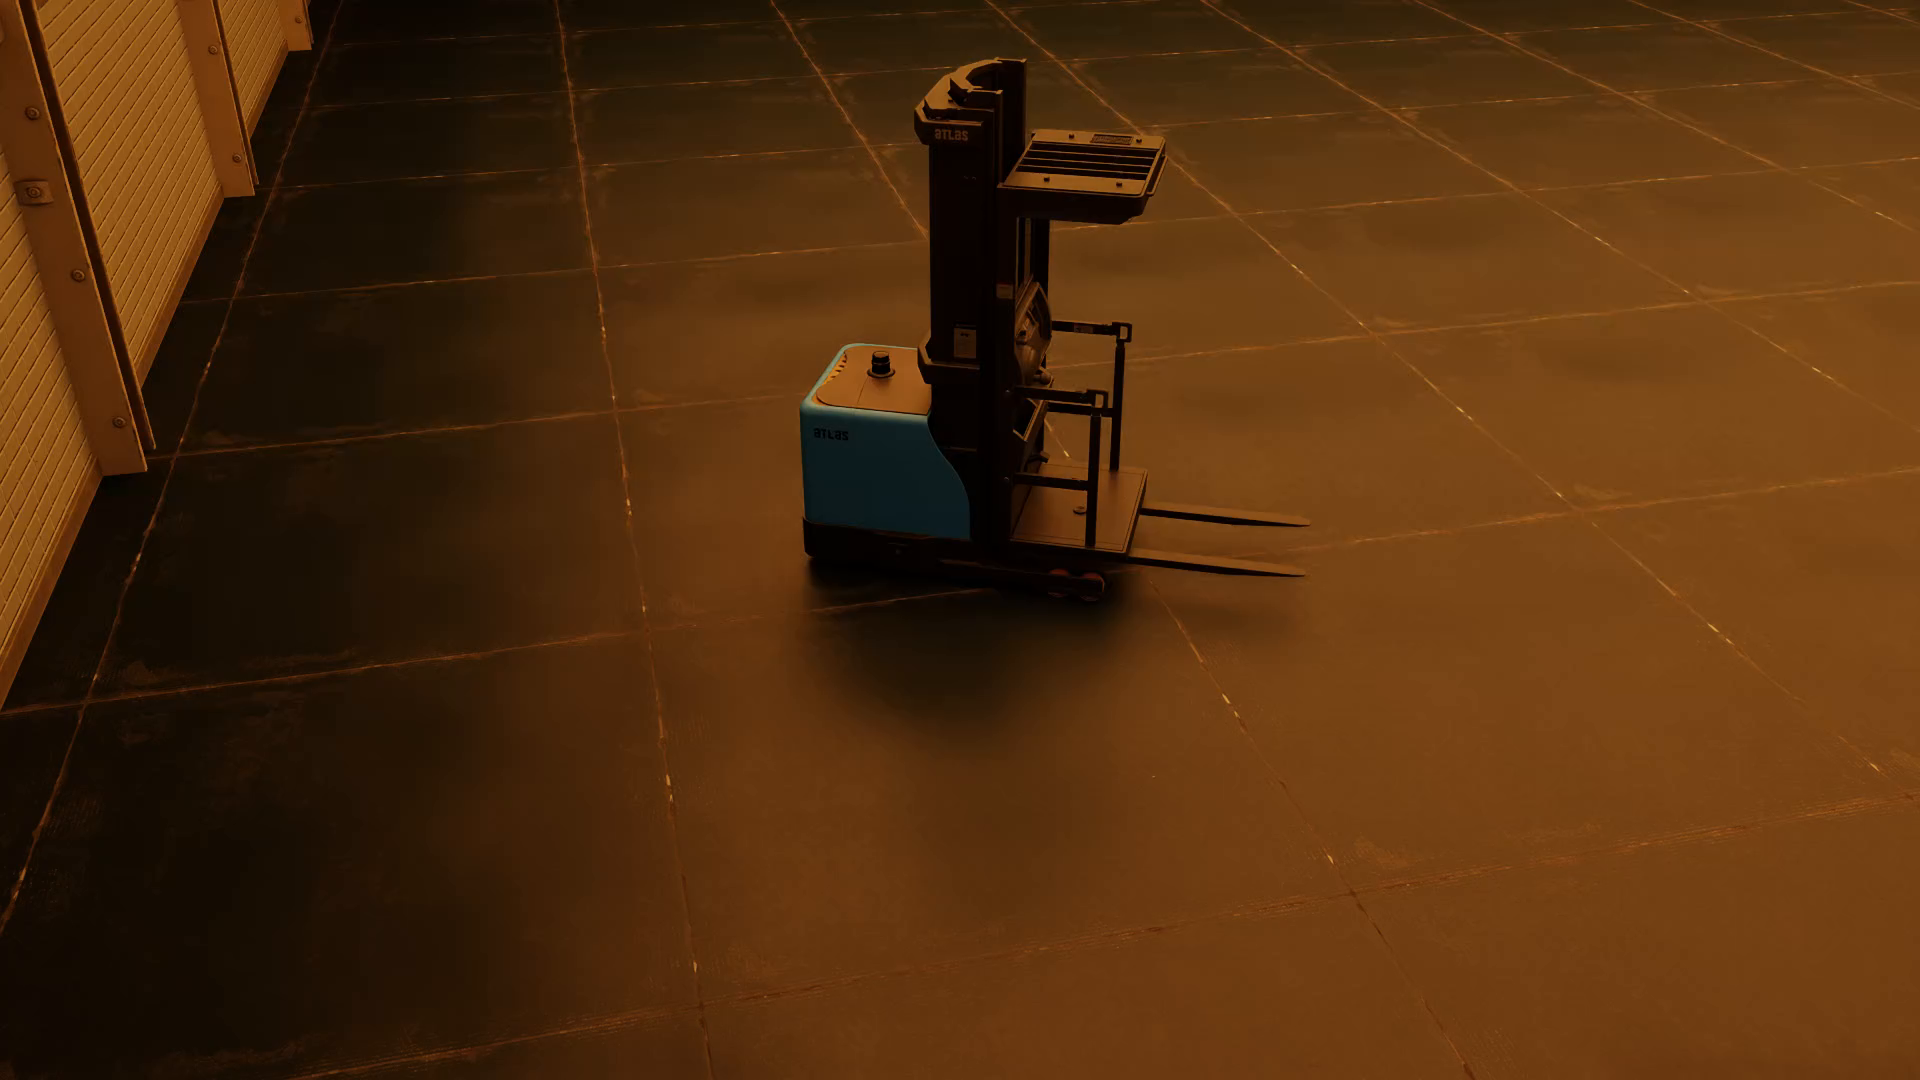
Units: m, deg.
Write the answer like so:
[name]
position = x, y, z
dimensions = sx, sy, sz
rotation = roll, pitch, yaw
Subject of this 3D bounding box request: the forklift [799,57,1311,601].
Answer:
[forklift]
position = 0.612, -1.199, 9.646
dimensions = 3.031, 2.935, 1.130
rotation = 6, 31, 11
